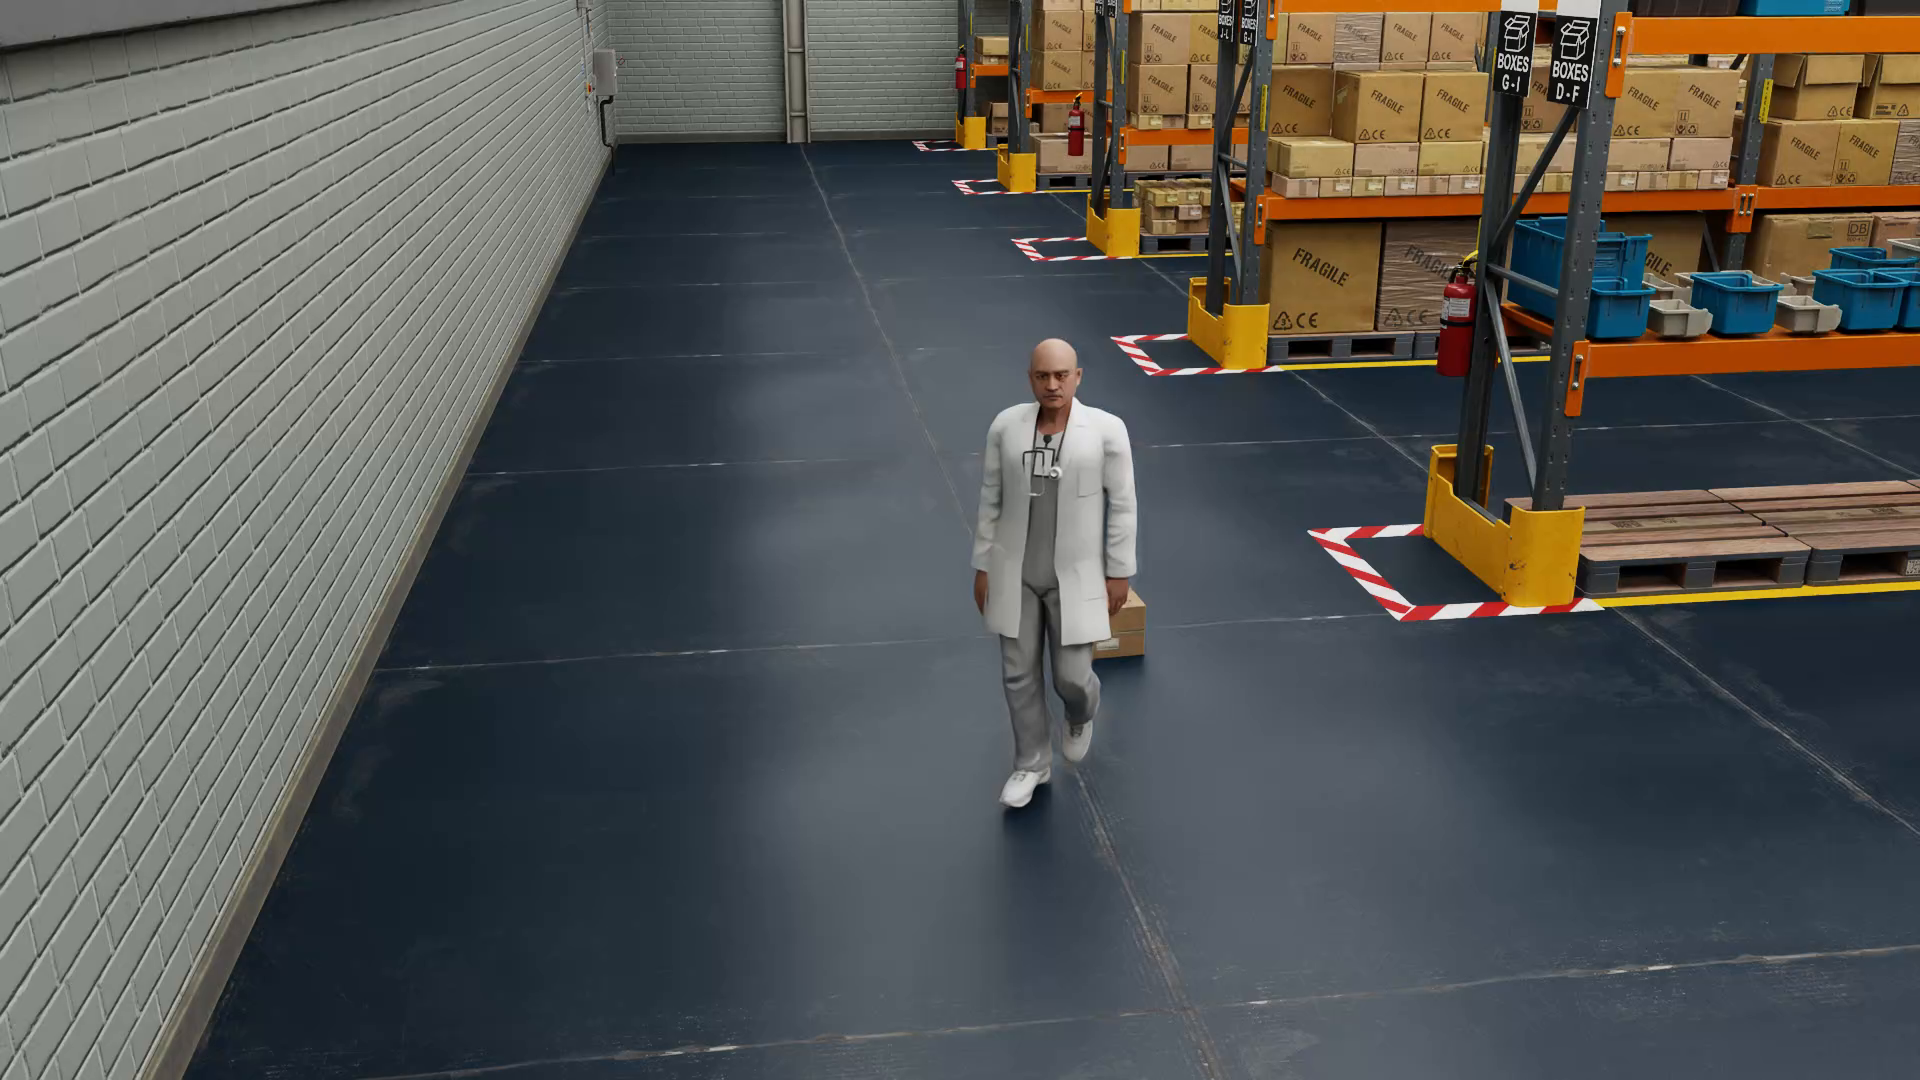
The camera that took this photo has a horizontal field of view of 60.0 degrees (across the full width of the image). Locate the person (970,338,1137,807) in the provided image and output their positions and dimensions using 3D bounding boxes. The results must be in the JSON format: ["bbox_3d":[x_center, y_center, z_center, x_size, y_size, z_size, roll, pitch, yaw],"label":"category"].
[{"bbox_3d":[0.353,0.106,6.228,0.620,1.759,0.647,6,21,16],"label":"person"}]
